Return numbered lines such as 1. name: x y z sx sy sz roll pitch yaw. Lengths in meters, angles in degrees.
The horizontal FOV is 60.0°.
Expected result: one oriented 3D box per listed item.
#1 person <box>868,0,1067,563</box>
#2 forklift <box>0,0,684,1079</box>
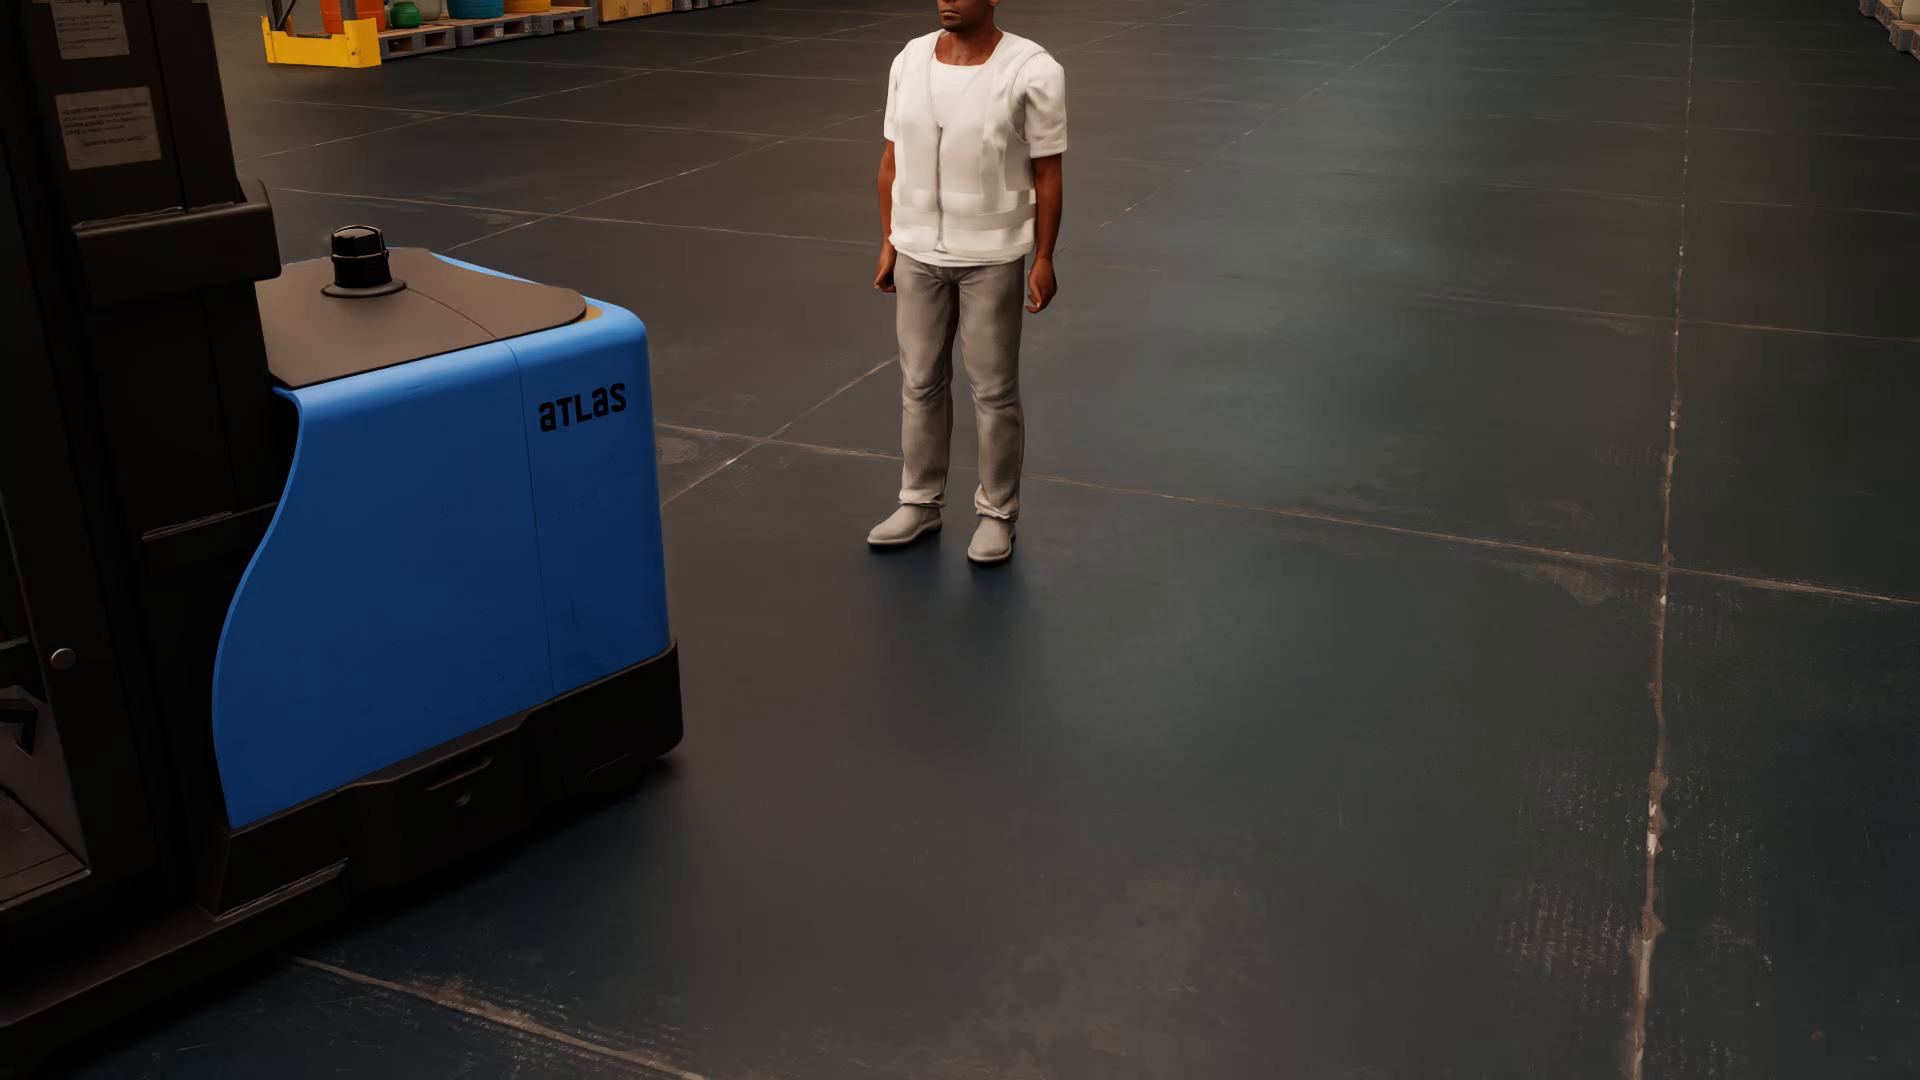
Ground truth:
1. person: 0.008 -0.812 4.747 0.556 1.770 0.388 9 24 21
2. forklift: -2.003 -0.542 2.589 1.130 2.935 3.031 20 30 39
